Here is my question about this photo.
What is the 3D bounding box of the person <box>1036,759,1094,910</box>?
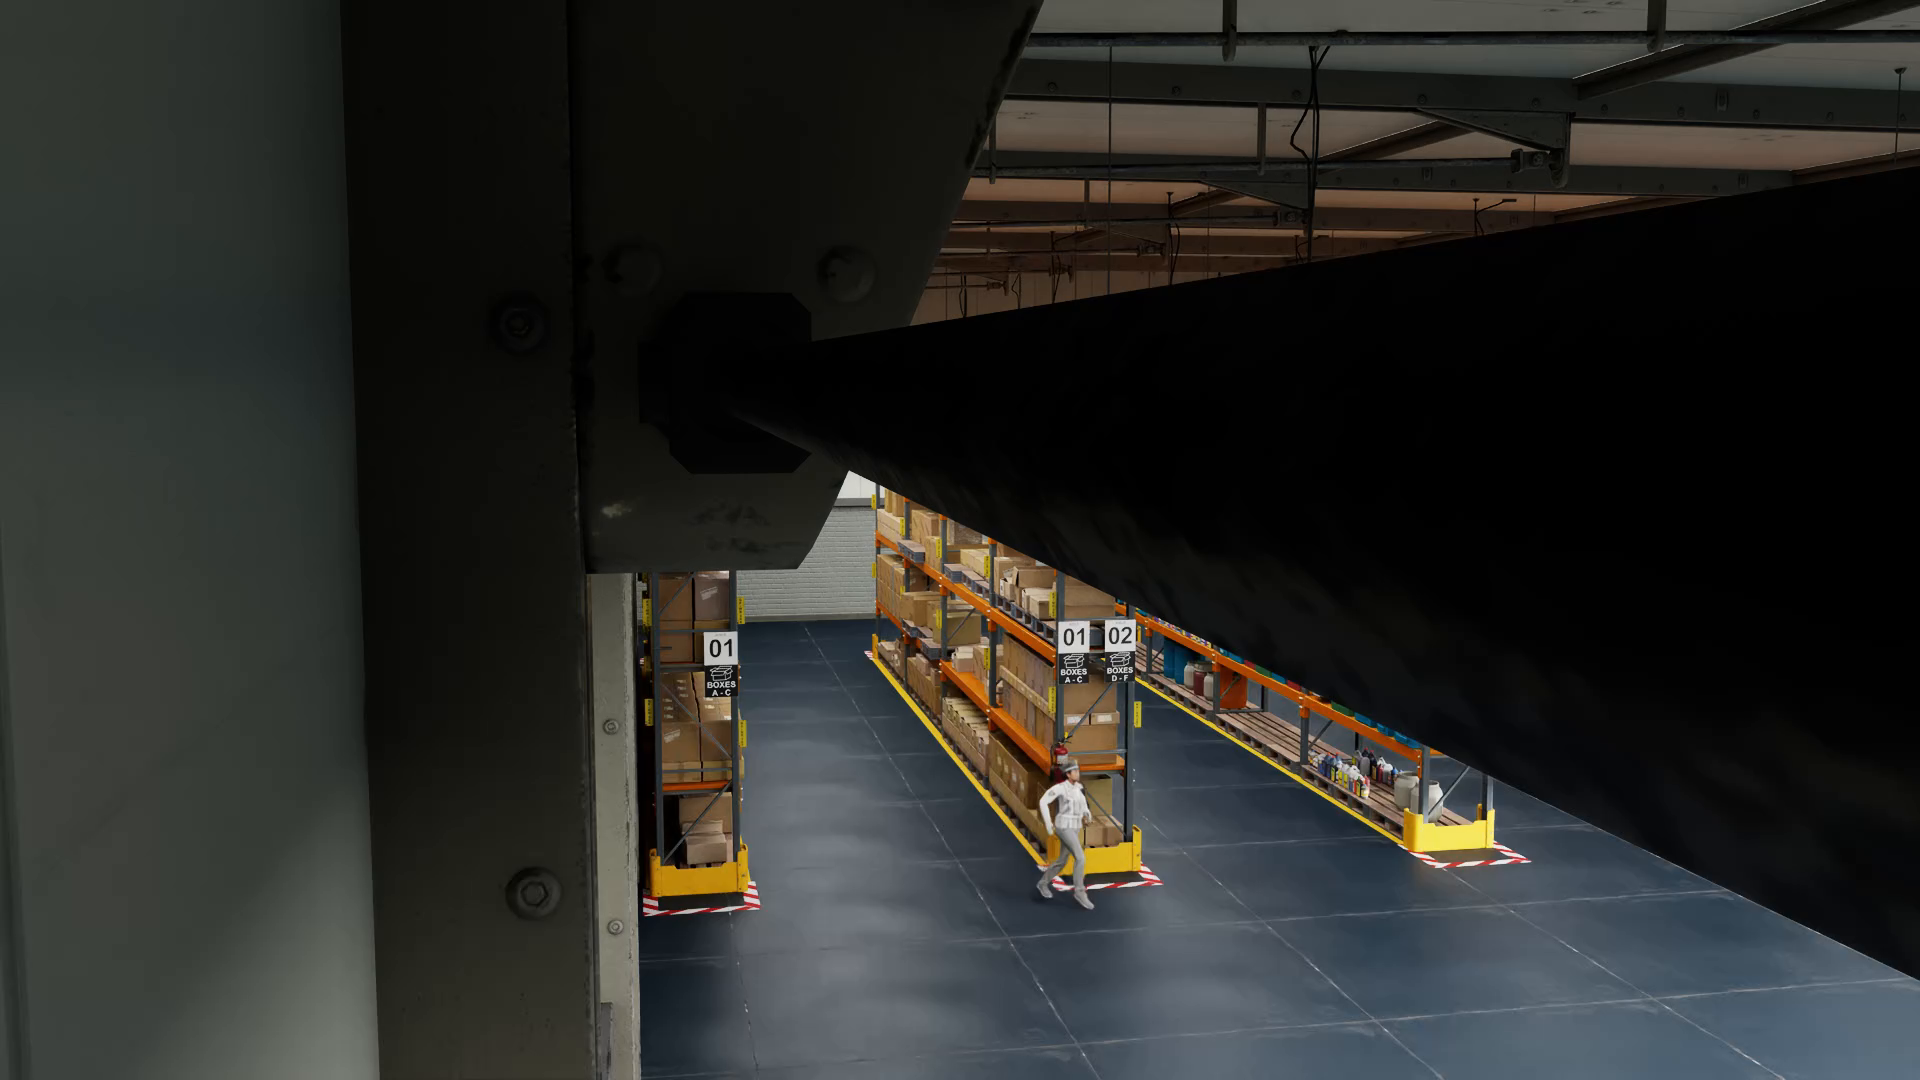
[{"bbox_3d":[1.333,3.458,19.800,0.816,1.691,0.606,4,7,35],"label":"person"}]
